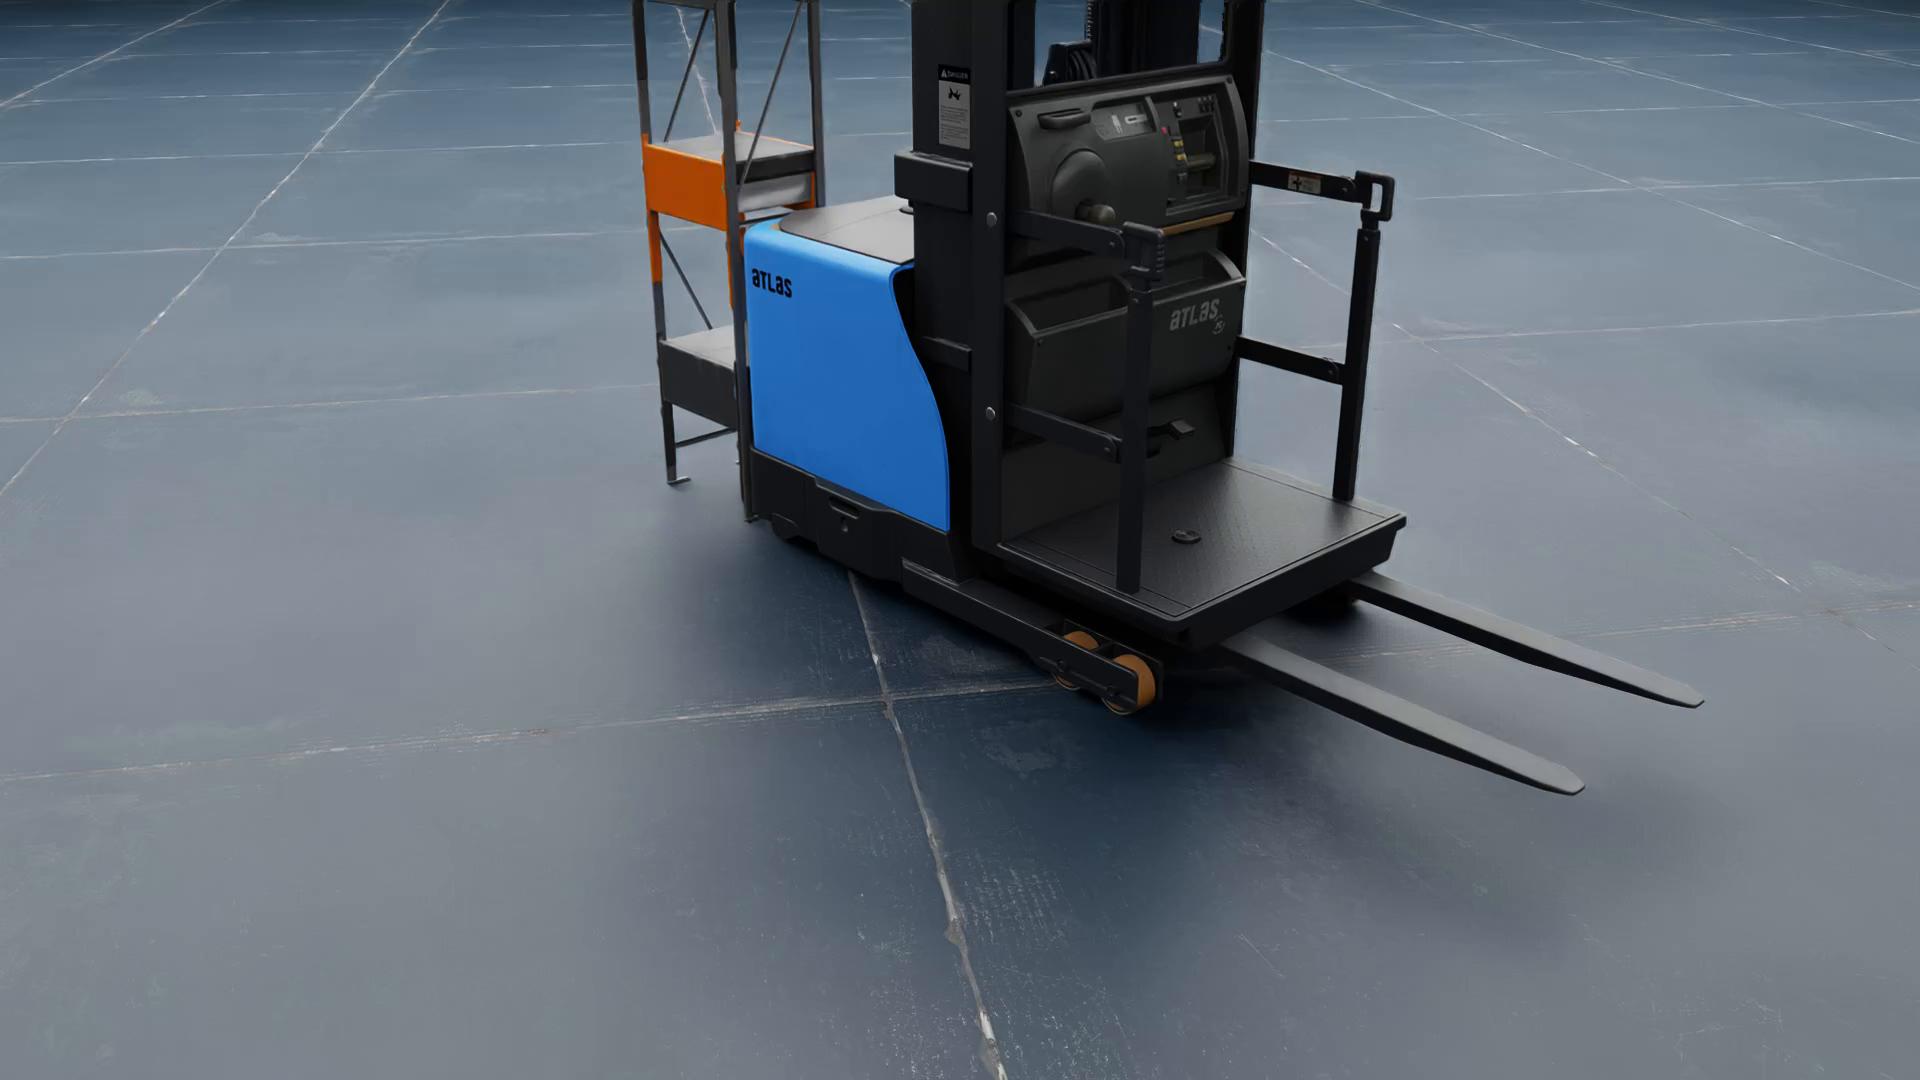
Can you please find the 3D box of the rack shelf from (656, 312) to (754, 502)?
[{"bbox_3d":[-0.779,-0.497,6.047,0.431,0.518,0.480,-20,31,-39],"label":"rack shelf"}]

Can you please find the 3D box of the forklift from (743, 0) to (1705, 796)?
[{"bbox_3d":[0.641,-1.087,4.576,1.130,2.935,3.031,-20,31,-38],"label":"forklift"}]

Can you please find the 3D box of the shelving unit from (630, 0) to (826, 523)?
[{"bbox_3d":[-0.779,-1.151,5.761,0.431,2.100,0.503,-20,31,-39],"label":"shelving unit"}]

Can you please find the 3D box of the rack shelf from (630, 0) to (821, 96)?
[{"bbox_3d":[-0.779,-1.780,5.487,0.431,0.518,0.480,-20,31,-39],"label":"rack shelf"}]

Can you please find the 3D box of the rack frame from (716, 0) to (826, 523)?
[{"bbox_3d":[-0.613,-1.079,5.598,0.400,2.100,0.015,-20,31,-39],"label":"rack frame"}]

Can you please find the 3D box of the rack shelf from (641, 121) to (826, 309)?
[{"bbox_3d":[-0.779,-1.138,5.767,0.431,0.518,0.480,-20,31,-39],"label":"rack shelf"}]

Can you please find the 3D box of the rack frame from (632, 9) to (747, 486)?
[{"bbox_3d":[-0.945,-1.222,5.925,0.400,2.100,0.015,-20,31,-39],"label":"rack frame"}]
